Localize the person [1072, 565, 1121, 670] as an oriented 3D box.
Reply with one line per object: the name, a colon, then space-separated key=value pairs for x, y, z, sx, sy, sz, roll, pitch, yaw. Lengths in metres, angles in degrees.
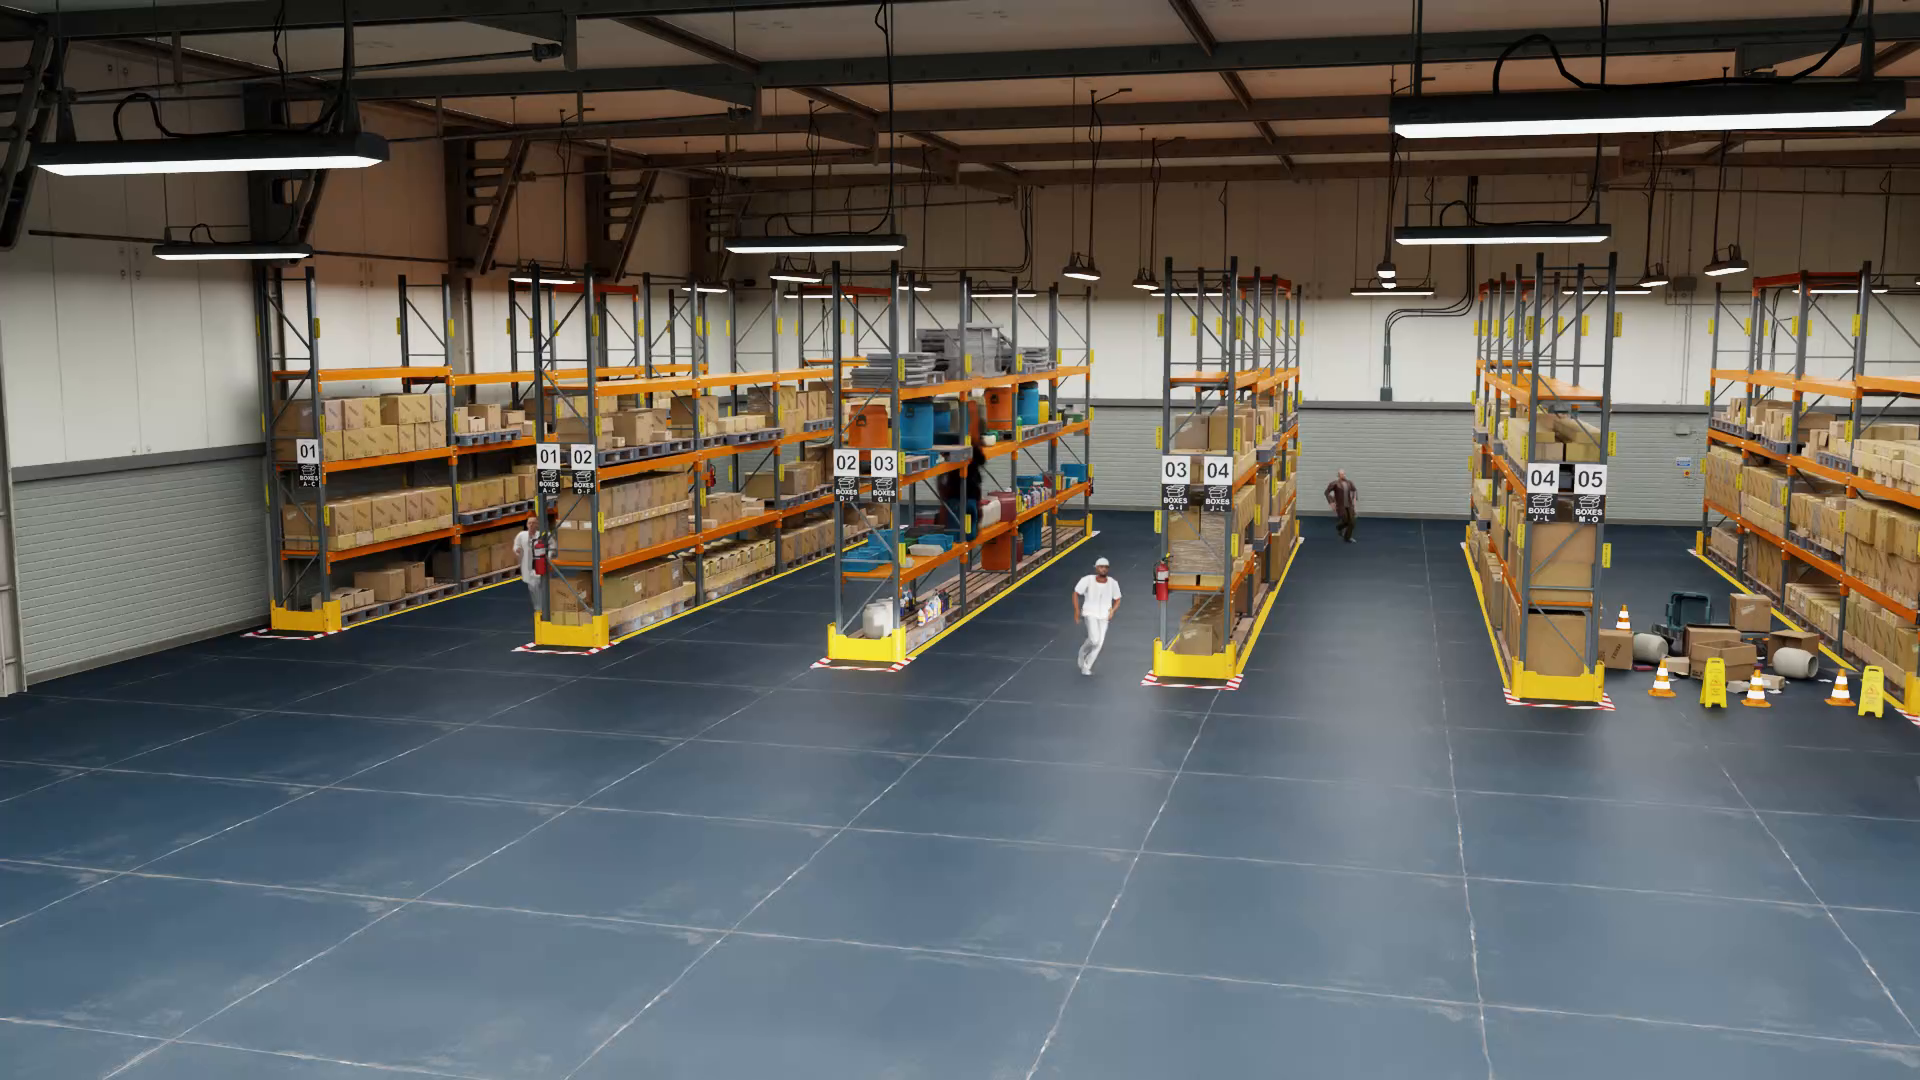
person: x=2.013 y=1.101 z=24.039 sx=0.690 sy=1.606 sz=0.530 roll=-1 pitch=7 yaw=-11

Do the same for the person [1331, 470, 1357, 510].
person: x=9.013 y=-1.088 z=39.047 sx=0.761 sy=0.758 sz=0.415 roll=-2 pitch=8 yaw=-17

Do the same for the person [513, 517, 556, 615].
person: x=-7.373 y=0.509 z=28.683 sx=0.666 sy=1.830 sz=0.807 roll=1 pitch=7 yaw=5
